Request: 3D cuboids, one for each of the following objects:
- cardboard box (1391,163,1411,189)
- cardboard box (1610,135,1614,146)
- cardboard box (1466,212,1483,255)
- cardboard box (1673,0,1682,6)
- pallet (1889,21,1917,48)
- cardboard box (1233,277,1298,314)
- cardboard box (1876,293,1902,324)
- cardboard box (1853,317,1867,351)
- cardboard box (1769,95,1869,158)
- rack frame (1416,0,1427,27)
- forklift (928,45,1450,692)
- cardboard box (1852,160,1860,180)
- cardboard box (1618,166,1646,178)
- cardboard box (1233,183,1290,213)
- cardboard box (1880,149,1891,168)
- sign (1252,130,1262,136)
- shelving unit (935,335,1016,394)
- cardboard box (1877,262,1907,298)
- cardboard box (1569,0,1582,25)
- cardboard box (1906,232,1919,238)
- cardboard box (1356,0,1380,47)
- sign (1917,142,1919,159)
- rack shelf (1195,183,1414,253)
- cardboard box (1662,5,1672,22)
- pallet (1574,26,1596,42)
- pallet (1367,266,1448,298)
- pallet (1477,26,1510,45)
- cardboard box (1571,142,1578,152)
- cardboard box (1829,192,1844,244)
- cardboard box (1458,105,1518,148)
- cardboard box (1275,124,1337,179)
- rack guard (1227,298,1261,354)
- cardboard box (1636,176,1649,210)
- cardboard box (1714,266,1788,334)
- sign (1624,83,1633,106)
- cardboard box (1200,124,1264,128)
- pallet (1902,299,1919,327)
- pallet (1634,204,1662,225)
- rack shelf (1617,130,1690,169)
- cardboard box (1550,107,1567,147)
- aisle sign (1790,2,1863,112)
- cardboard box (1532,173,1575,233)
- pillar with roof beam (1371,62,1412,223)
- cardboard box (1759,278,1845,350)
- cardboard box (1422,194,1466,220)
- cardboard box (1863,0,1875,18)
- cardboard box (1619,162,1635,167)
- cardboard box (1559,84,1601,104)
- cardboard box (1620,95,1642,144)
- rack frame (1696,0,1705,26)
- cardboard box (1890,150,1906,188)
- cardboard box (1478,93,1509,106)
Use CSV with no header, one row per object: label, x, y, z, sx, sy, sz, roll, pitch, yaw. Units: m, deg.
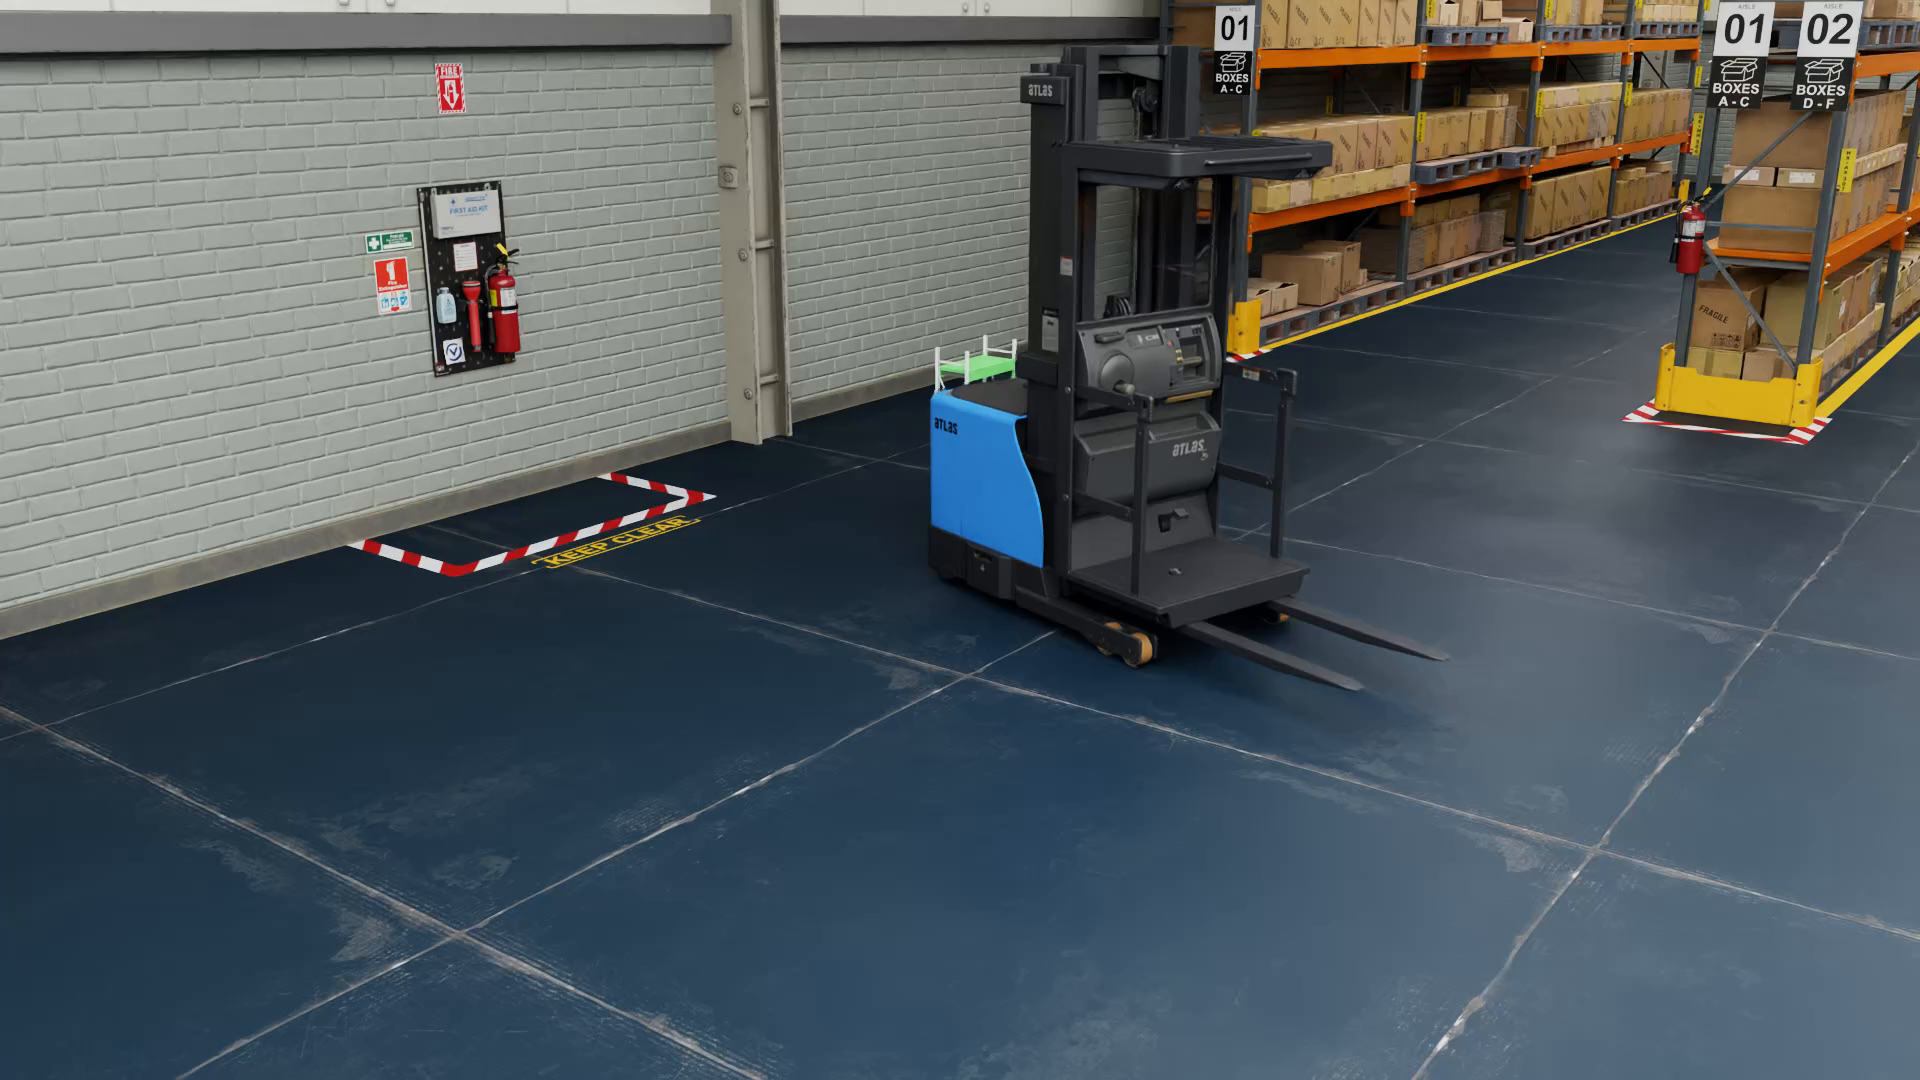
cardboard box,4.665,-4.059,18.477,0.500,0.250,0.500,12,21,35
cardboard box,9.496,-5.952,24.743,0.380,0.149,0.250,13,21,35
cardboard box,6.299,-3.974,21.456,0.700,0.500,0.500,12,21,35
cardboard box,11.025,-8.648,26.087,0.500,0.500,0.500,11,21,32
pallet,7.469,-4.306,14.145,1.003,0.211,1.213,12,21,35
cardboard box,3.144,-2.546,17.176,0.500,0.311,0.500,15,22,39
cardboard box,9.123,-2.353,16.691,0.500,0.250,0.500,12,21,33
cardboard box,7.991,-1.913,15.273,0.500,0.250,0.500,12,21,35
cardboard box,7.229,-3.496,14.087,0.700,0.500,0.500,13,21,35
rack frame,4.703,-7.153,18.103,1.000,3.000,0.127,12,21,35
forklift,1.104,-0.939,8.326,1.130,2.935,3.031,-13,21,-35
cardboard box,7.321,-3.120,13.969,0.380,0.149,0.250,12,21,33
cardboard box,10.659,-5.843,26.416,0.380,0.149,0.250,12,21,33
cardboard box,2.866,-3.333,16.138,0.500,0.250,0.500,12,21,33
cardboard box,8.235,-3.484,15.143,0.380,0.149,0.250,12,21,35
sign,2.756,-3.653,15.488,0.100,0.325,0.005,12,21,35
shelving unit,0.099,-0.612,10.193,0.258,1.200,0.503,12,21,35
cardboard box,9.130,-2.623,16.615,0.500,0.311,0.500,13,21,35
cardboard box,8.228,-7.441,23.180,0.700,0.500,0.500,12,21,35
cardboard box,10.953,-3.353,18.966,0.500,0.311,0.500,13,22,36
cardboard box,3.990,-5.357,17.175,0.500,0.500,0.500,11,21,33
sign,9.131,-3.767,15.722,0.100,0.325,0.005,12,21,35
rack shelf,3.512,-3.468,17.566,1.077,0.370,4.000,12,21,35
cardboard box,10.708,-8.163,25.790,0.500,0.250,0.500,12,21,33
pallet,8.092,-7.012,23.028,1.003,0.211,1.213,14,22,37
pallet,5.166,-3.142,20.005,1.003,0.211,1.213,12,21,35
pallet,5.772,-6.006,19.786,1.213,0.211,1.003,12,21,35
cardboard box,8.536,-5.596,23.596,0.380,0.149,0.250,13,22,36
cardboard box,6.898,-2.743,13.851,0.700,0.500,0.500,13,22,36
cardboard box,6.815,-5.385,21.615,0.700,0.500,0.500,10,20,28
cardboard box,3.461,-3.930,16.795,0.500,0.500,0.500,12,21,33
rack guard,2.365,-2.159,16.354,1.175,0.500,0.348,12,21,35
cardboard box,10.608,-5.601,26.728,0.700,0.500,0.500,13,21,36
cardboard box,6.965,-2.127,14.700,0.500,0.500,0.500,12,21,35
sign,9.912,-6.615,24.668,0.100,0.325,0.005,12,21,35
cardboard box,2.738,-3.899,16.696,0.500,0.500,0.500,13,21,35
pallet,9.818,-2.556,18.118,1.003,0.211,1.213,12,21,35
pallet,10.712,-5.321,27.021,1.003,0.211,1.213,12,21,35
rack shelf,10.662,-6.326,26.770,1.077,0.370,4.000,12,21,35
cardboard box,7.901,-5.633,22.622,0.500,0.500,0.500,13,22,36
aisle sign,6.508,-3.632,12.499,0.394,0.787,0.004,12,21,35
cardboard box,8.157,-4.774,23.475,0.750,0.750,0.750,12,21,34
pillar with roof beam,9.075,-7.188,18.217,9.100,9.000,0.400,12,21,35
cardboard box,7.095,-1.914,14.013,0.500,0.500,0.500,12,21,35
cardboard box,6.007,-4.186,20.875,0.500,0.250,0.500,12,21,34
cardboard box,7.143,-4.290,13.421,0.380,0.149,0.250,12,21,35
cardboard box,10.829,-6.102,27.249,0.380,0.149,0.250,13,21,35
cardboard box,8.781,-6.353,23.674,0.500,0.250,0.500,13,21,36
cardboard box,9.806,-6.463,25.491,0.980,0.700,0.700,13,21,36
rack frame,11.853,-10.011,27.307,1.000,3.000,0.127,12,21,35
cardboard box,9.469,-3.767,17.146,0.500,0.500,0.500,14,22,39
cardboard box,6.905,-5.721,21.603,0.380,0.149,0.250,9,20,28
